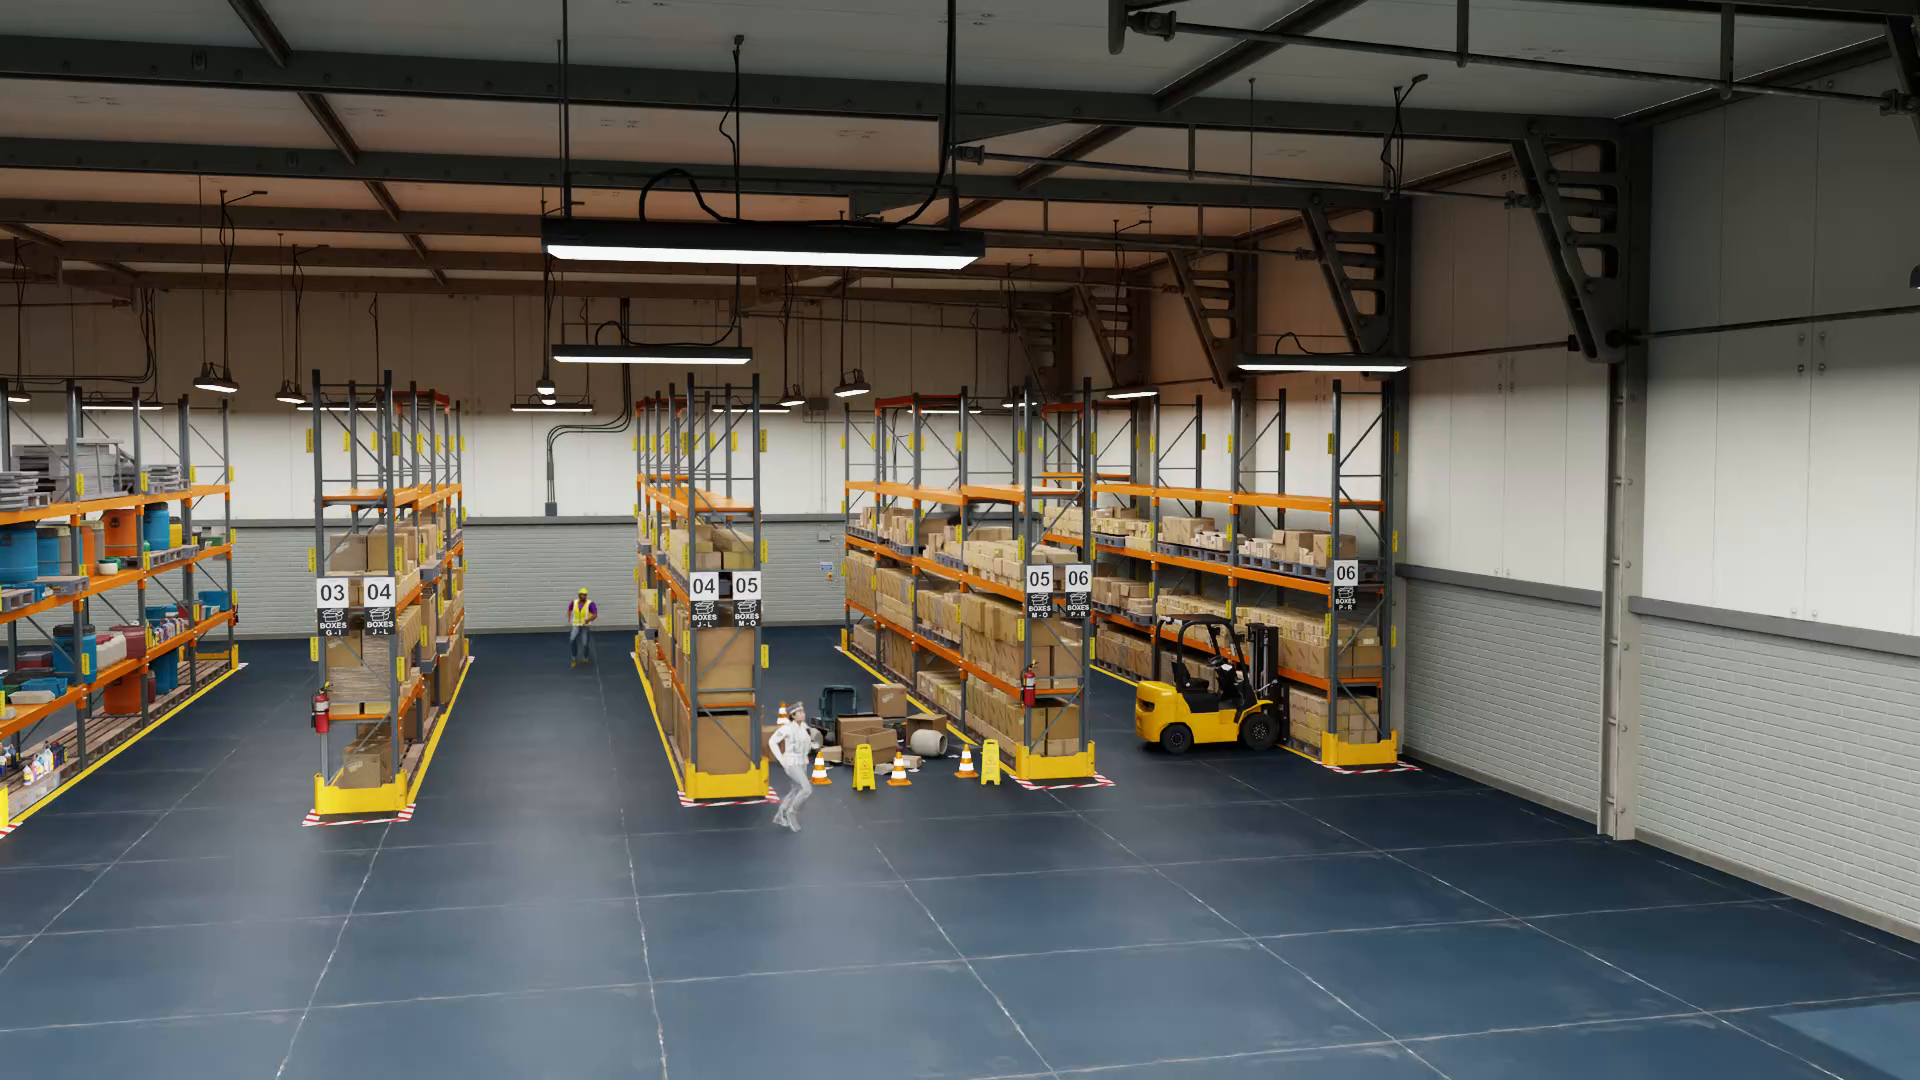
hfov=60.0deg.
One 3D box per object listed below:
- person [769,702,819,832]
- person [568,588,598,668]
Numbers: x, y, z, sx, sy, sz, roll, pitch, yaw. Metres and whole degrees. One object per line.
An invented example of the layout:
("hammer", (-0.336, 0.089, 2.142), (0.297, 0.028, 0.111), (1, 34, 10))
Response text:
("person", (-2.125, 2.918, 21.515), (0.682, 1.674, 0.601), (2, 4, 29))
("person", (-8.516, 1.975, 37.450), (0.709, 1.794, 0.703), (0, 3, -1))
